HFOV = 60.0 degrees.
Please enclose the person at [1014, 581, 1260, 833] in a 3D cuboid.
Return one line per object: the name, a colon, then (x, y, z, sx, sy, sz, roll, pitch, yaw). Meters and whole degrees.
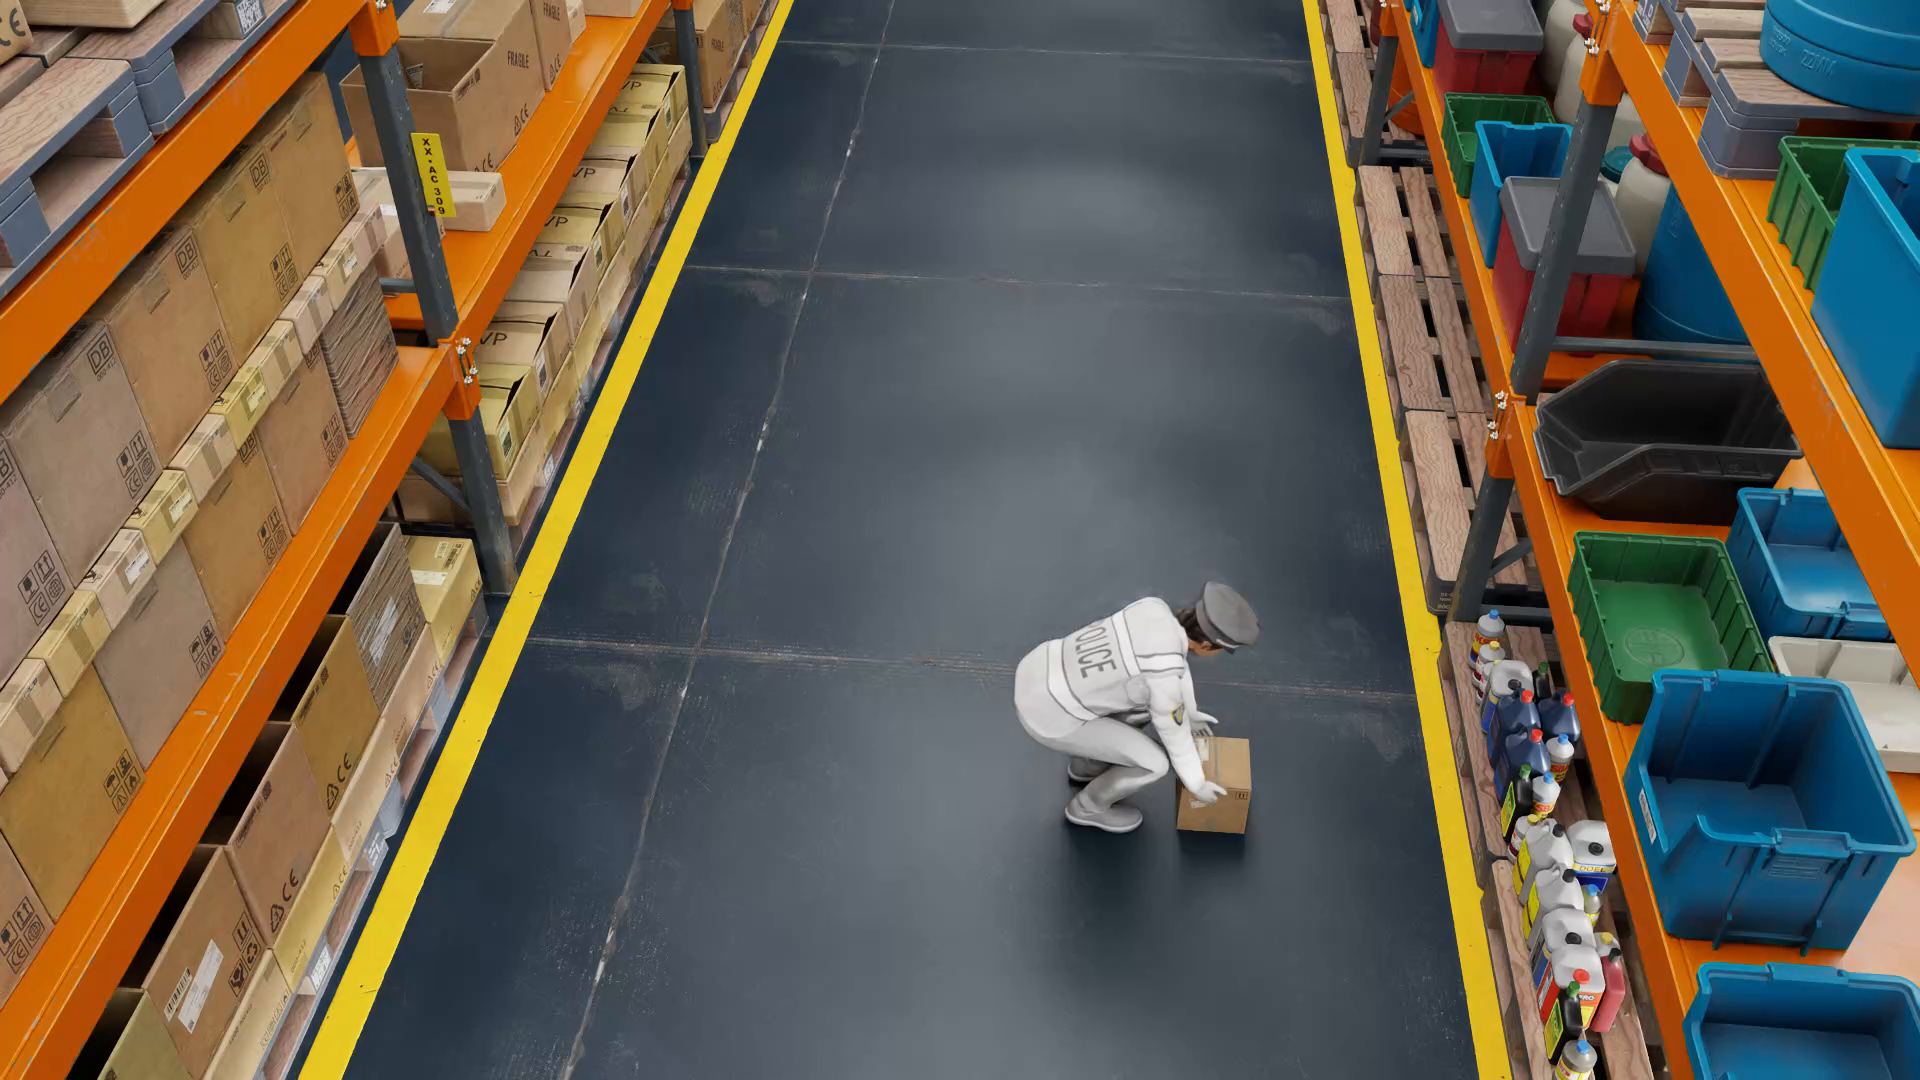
person: (0.618, 0.575, 5.991, 0.840, 1.006, 0.493, 3, 40, 4)
